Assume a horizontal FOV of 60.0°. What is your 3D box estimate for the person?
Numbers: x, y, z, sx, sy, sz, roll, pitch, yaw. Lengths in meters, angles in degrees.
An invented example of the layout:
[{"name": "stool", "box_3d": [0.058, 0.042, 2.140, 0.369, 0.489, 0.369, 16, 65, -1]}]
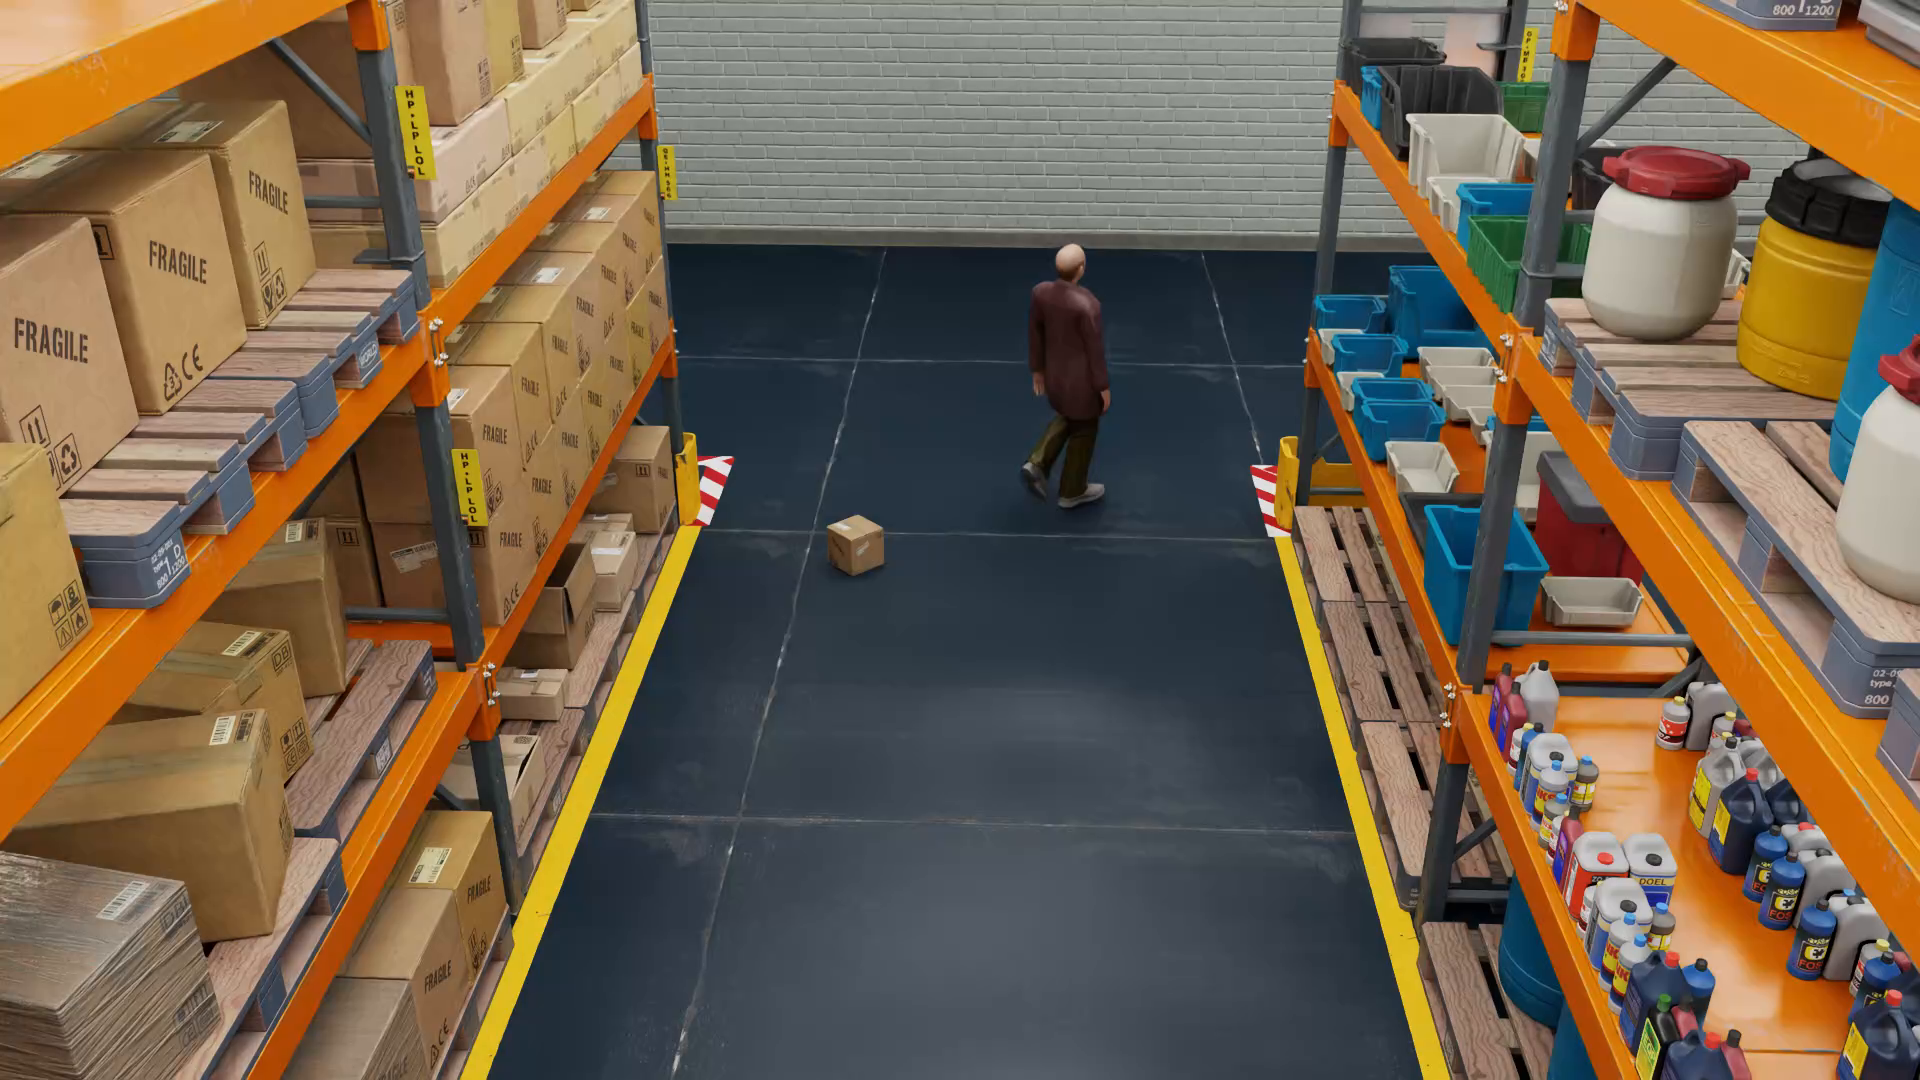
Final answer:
[{"name": "person", "box_3d": [0.695, -1.030, 10.557, 0.573, 1.766, 0.596, -23, 35, -37]}]
